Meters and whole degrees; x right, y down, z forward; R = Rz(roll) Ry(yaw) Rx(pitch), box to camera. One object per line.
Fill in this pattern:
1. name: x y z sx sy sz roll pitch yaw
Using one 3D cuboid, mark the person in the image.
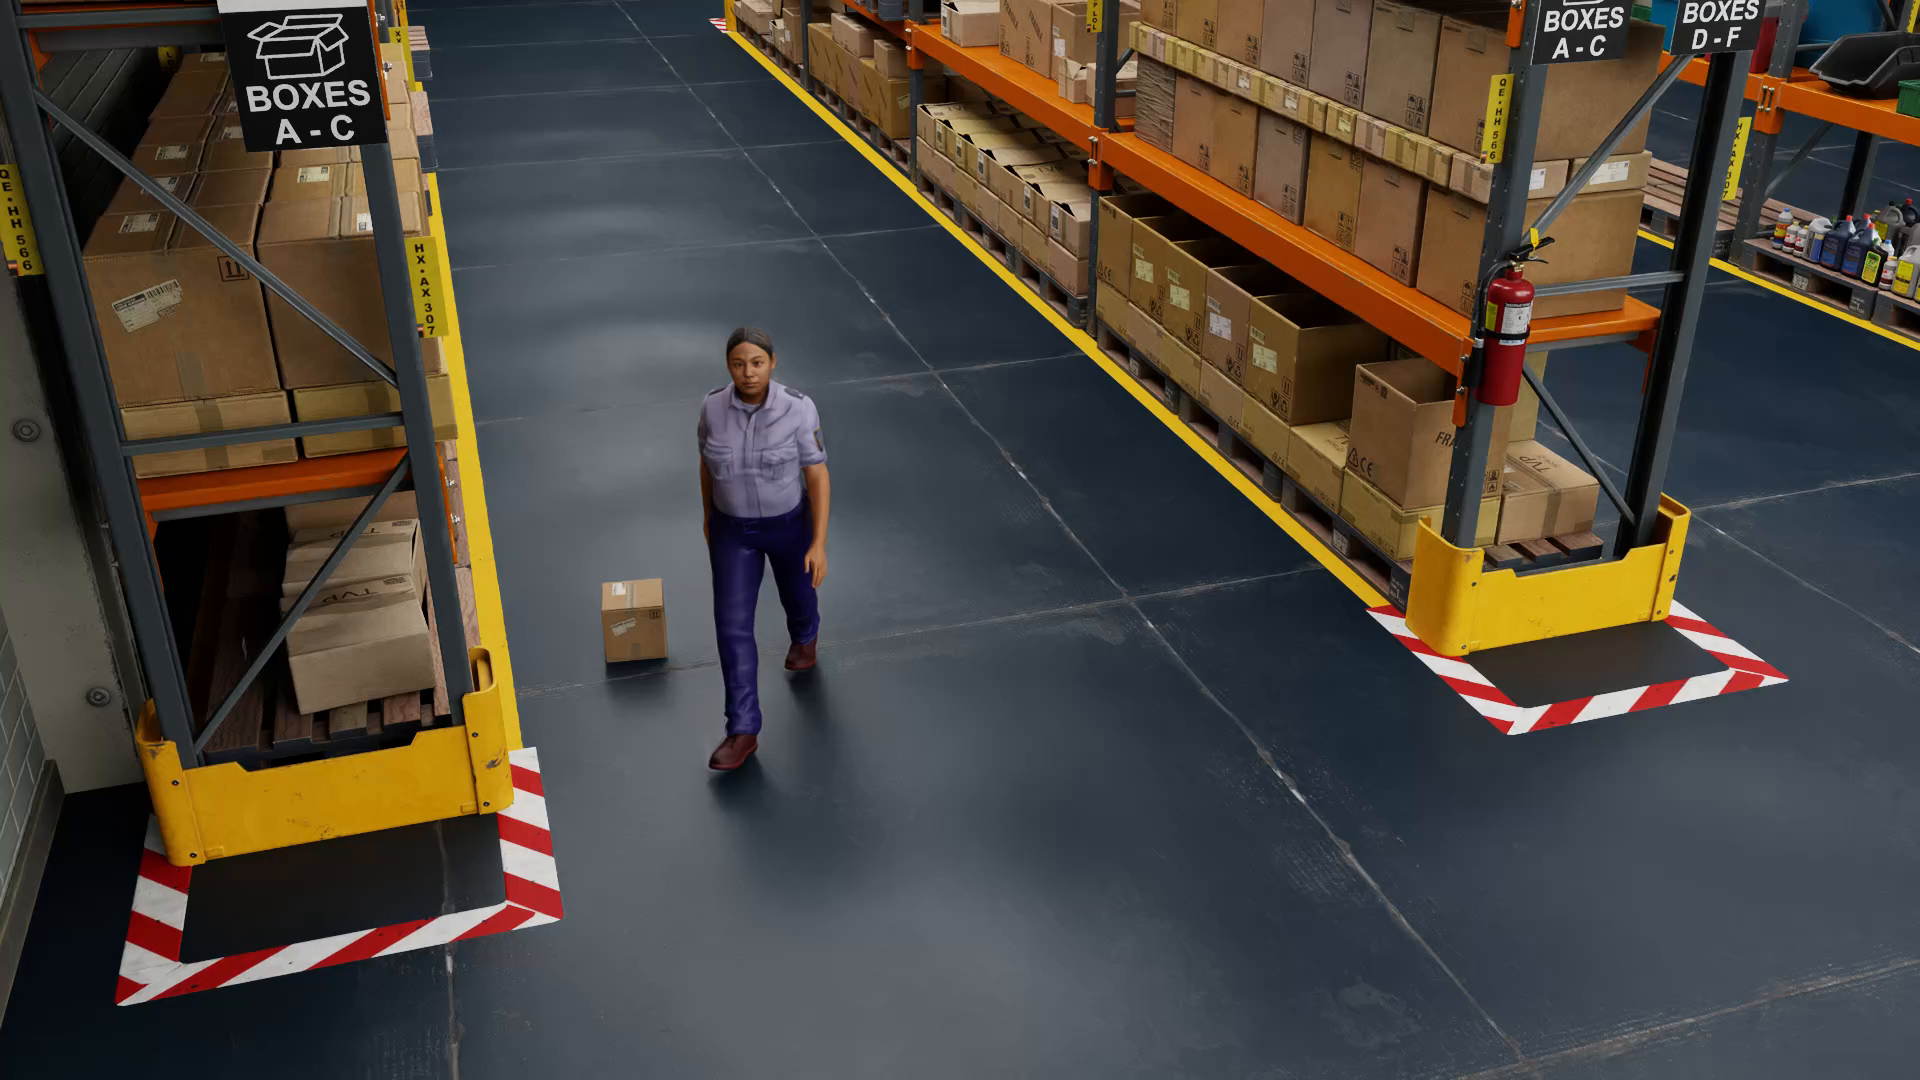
1. person: -0.732 -0.032 6.207 0.515 1.595 1.024 1 27 1
